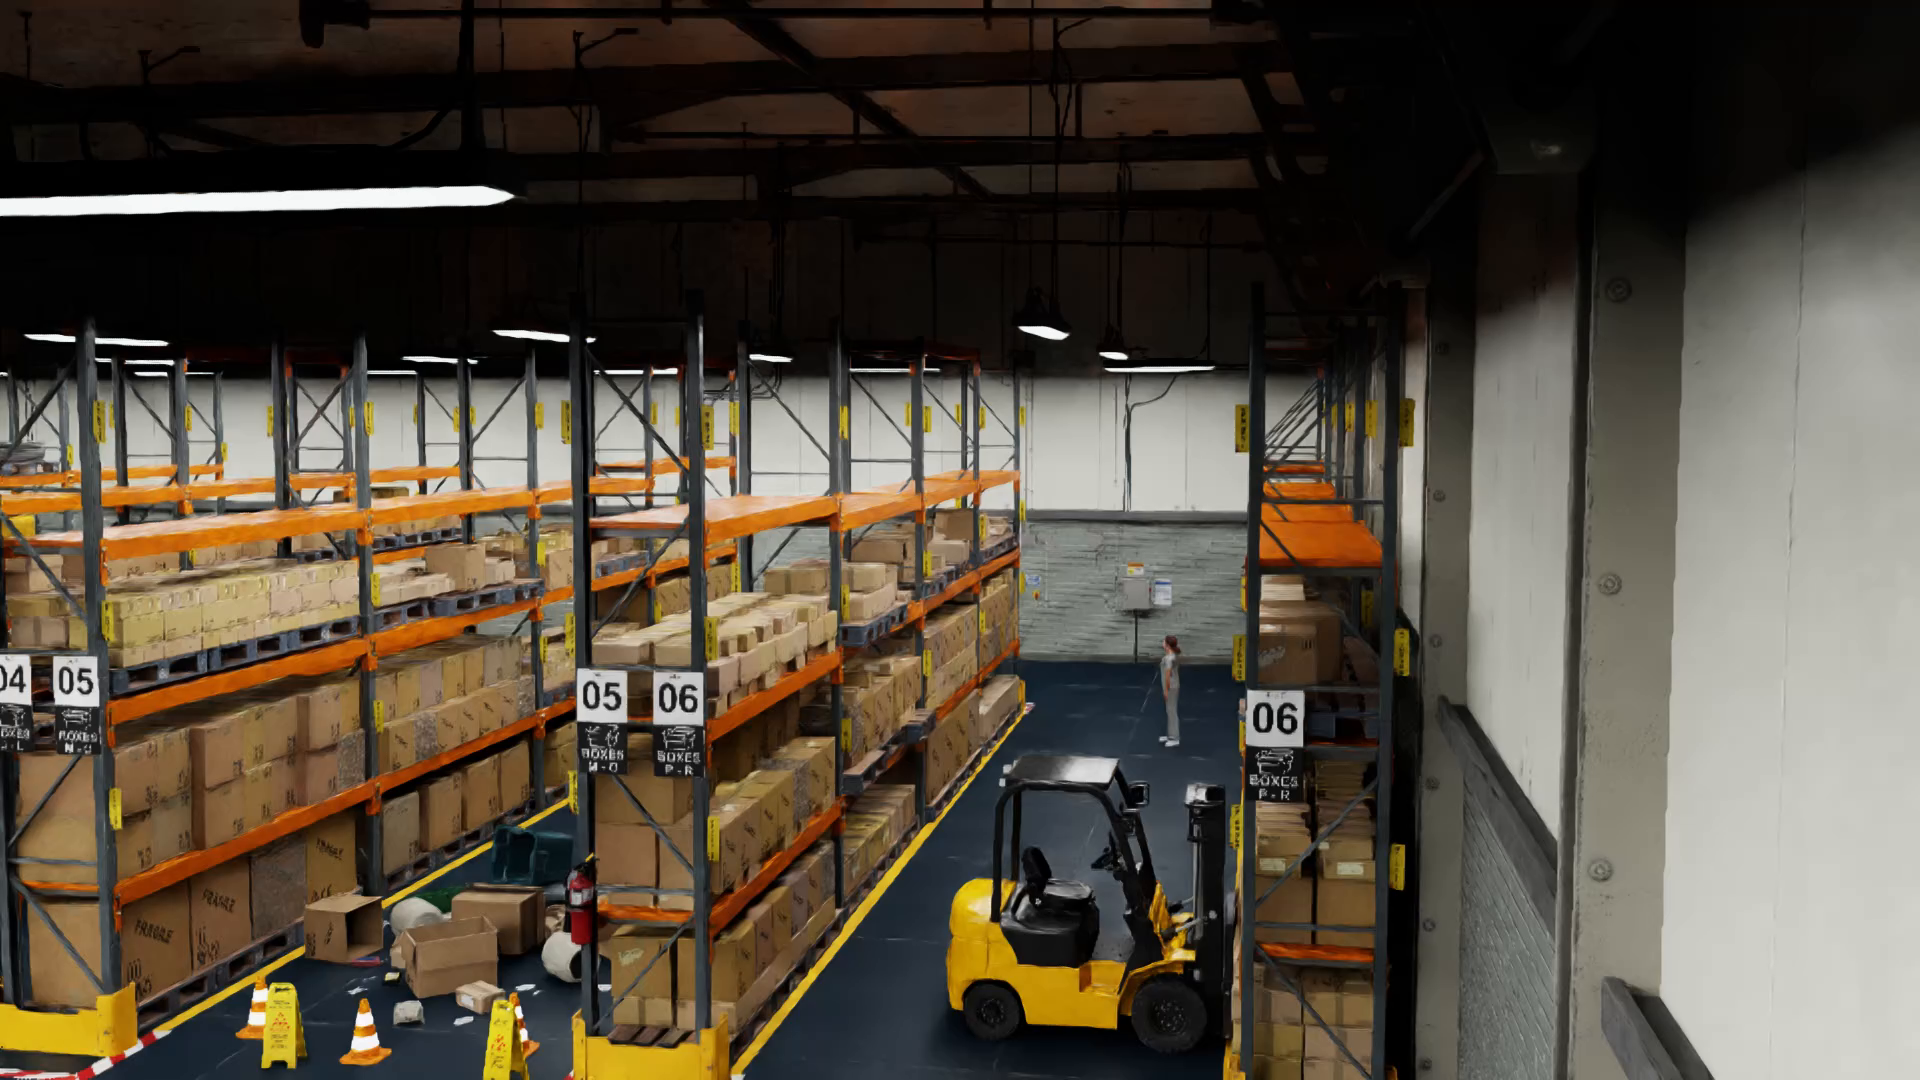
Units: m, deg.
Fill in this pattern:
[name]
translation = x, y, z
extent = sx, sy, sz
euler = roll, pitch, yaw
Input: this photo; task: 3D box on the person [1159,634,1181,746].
[person]
translation = 3.199, 2.275, 25.405
extent = 0.382, 1.673, 0.563
euler = 2, 5, 20
